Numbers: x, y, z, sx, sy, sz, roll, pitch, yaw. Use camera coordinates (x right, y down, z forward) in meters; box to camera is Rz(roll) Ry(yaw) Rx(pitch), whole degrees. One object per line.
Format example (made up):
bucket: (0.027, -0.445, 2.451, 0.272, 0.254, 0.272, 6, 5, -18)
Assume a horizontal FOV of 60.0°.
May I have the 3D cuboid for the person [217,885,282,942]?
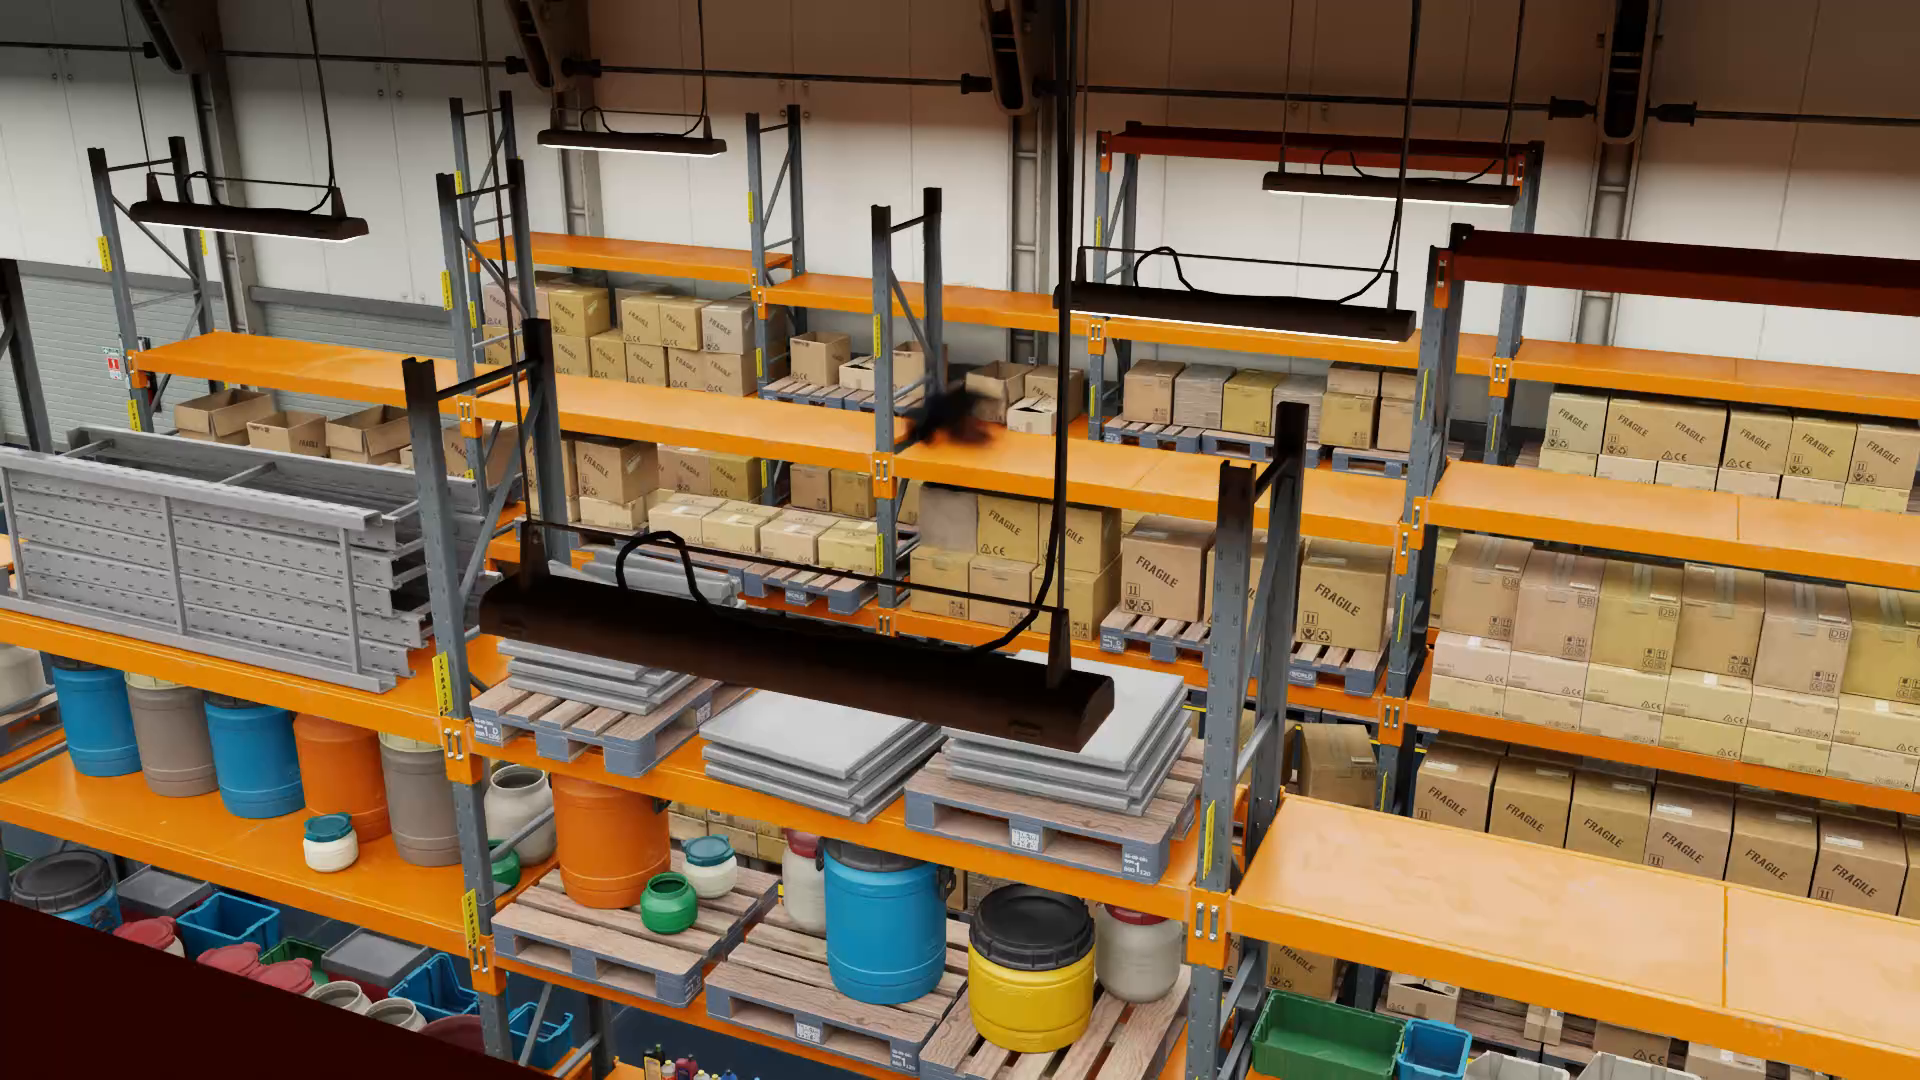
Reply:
person: (-5.751, 2.669, 13.437, 0.493, 1.534, 0.611, 10, 23, 26)
